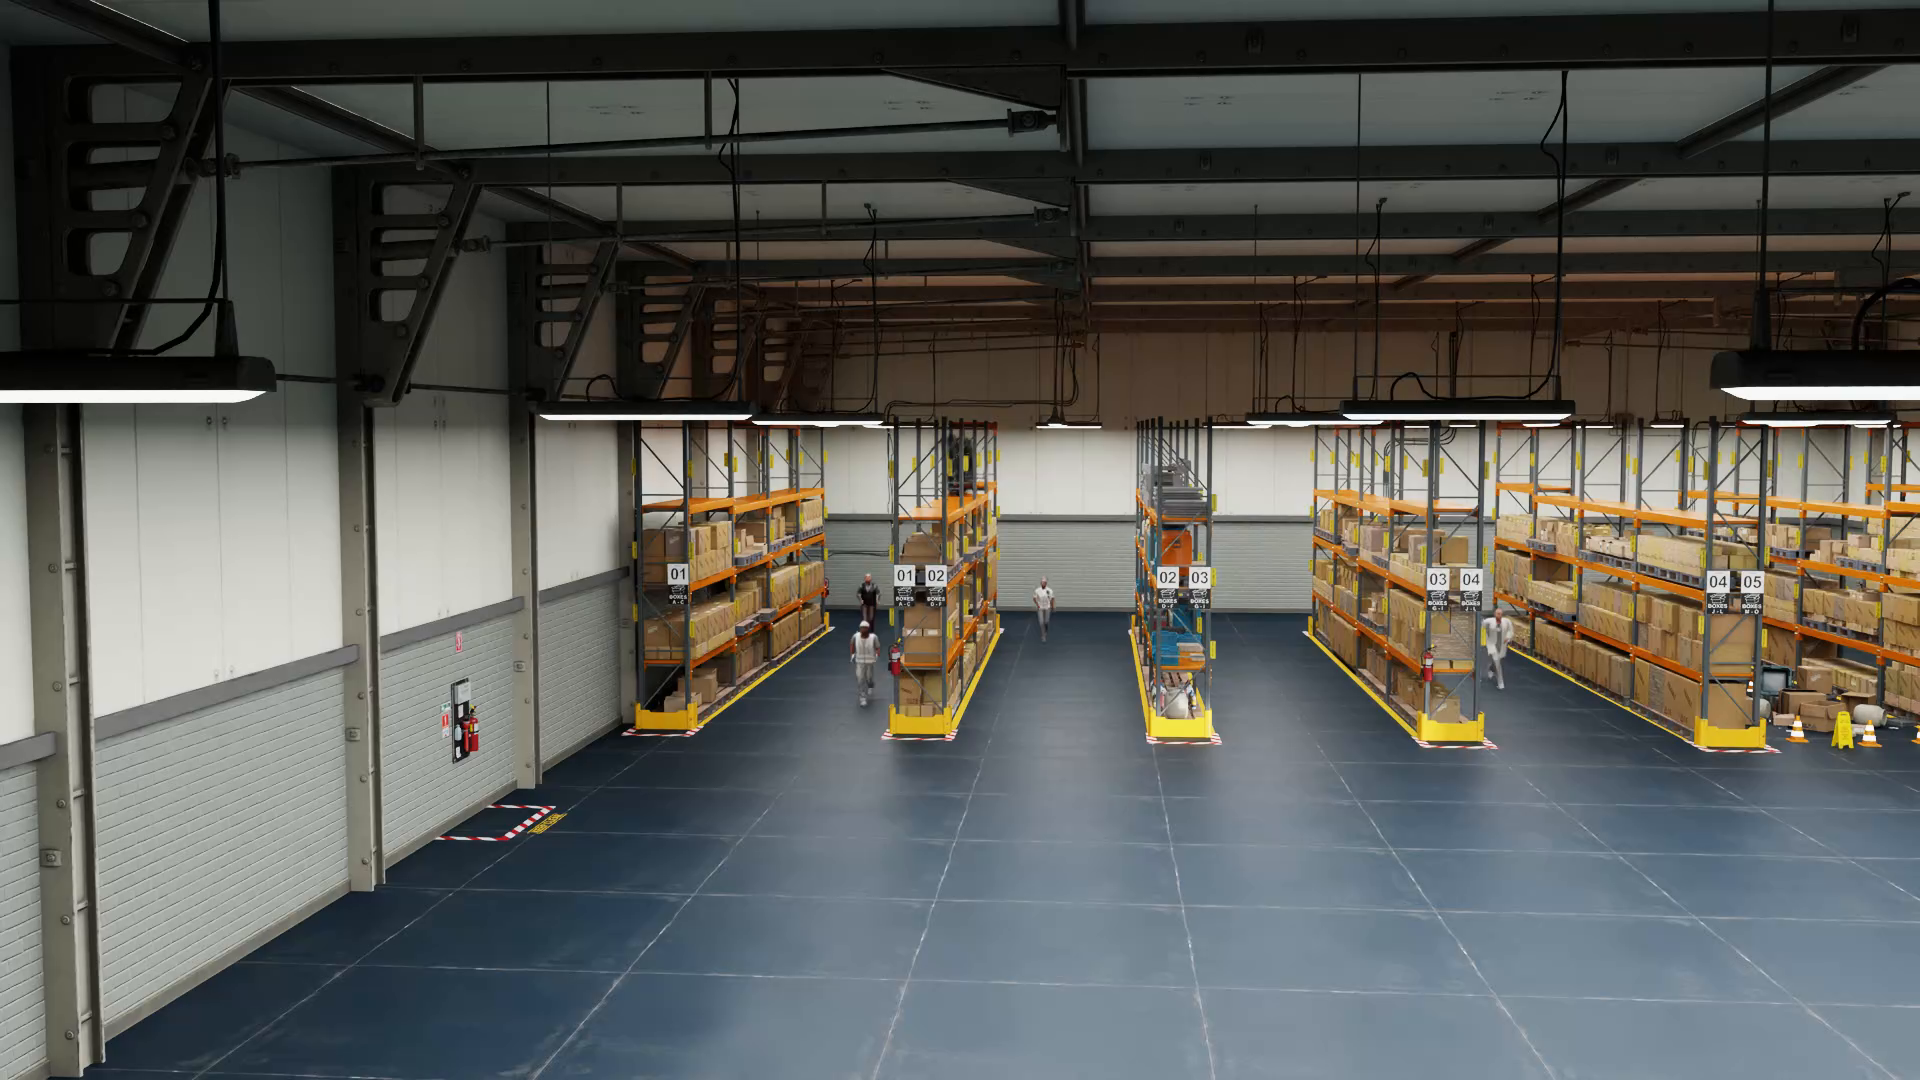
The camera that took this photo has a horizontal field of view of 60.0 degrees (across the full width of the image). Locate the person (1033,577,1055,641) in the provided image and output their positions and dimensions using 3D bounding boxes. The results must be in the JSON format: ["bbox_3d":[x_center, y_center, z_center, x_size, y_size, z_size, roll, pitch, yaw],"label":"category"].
[{"bbox_3d":[2.180,1.793,43.261,0.576,1.665,0.506,0,4,3],"label":"person"}]

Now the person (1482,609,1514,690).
[{"bbox_3d":[12.076,2.408,37.461,0.712,1.778,1.185,0,4,0],"label":"person"}]

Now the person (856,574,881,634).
[{"bbox_3d":[-2.426,1.738,43.970,0.661,1.674,0.522,0,4,0],"label":"person"}]

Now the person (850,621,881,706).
[{"bbox_3d":[-1.996,2.566,35.004,0.664,1.759,0.889,0,4,2],"label":"person"}]
